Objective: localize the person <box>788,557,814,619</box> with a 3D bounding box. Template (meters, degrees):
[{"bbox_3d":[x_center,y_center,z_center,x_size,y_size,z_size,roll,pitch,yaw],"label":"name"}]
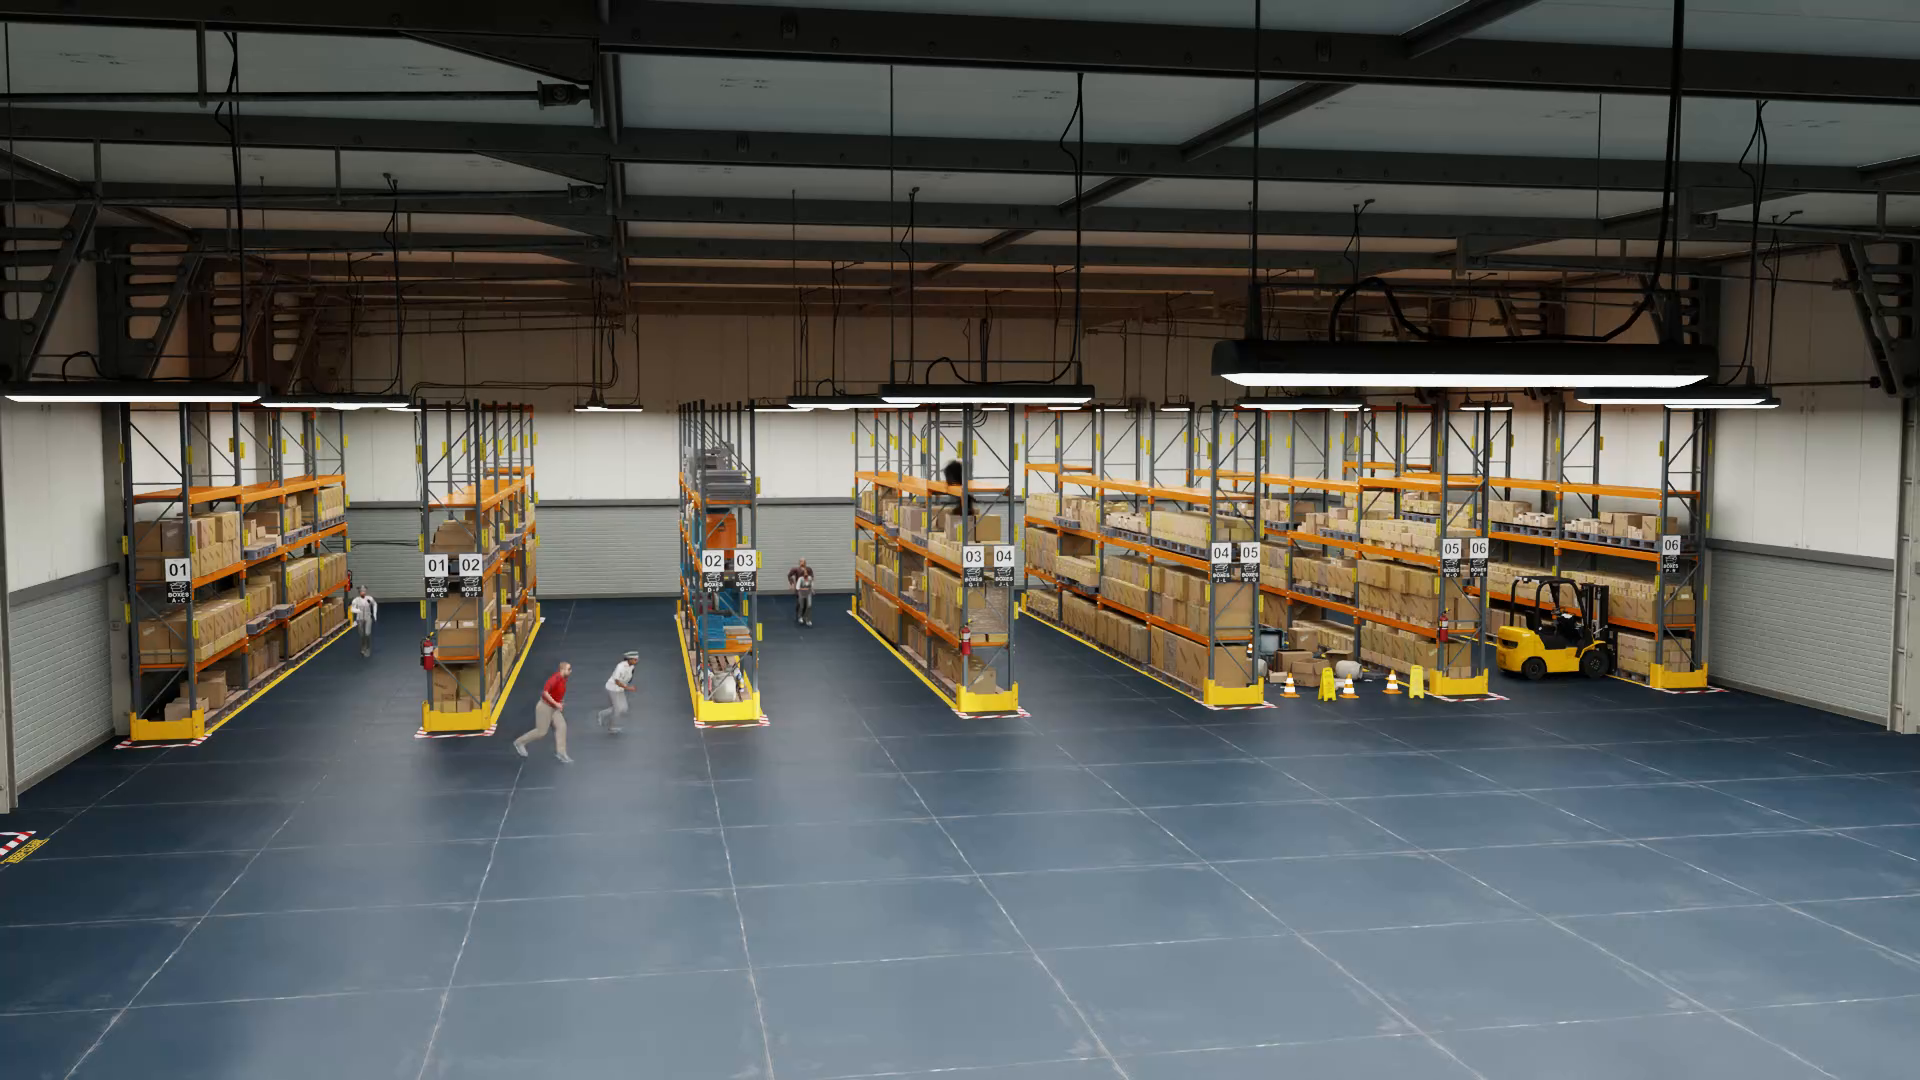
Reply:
[{"bbox_3d":[-4.354,1.360,46.090,0.681,1.752,0.717,-2,5,-29],"label":"person"}]

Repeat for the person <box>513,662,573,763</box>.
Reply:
[{"bbox_3d":[-6.878,2.850,27.463,1.011,1.697,0.692,0,4,3],"label":"person"}]

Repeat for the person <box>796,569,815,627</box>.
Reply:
[{"bbox_3d":[-4.204,1.541,45.090,0.544,1.567,0.905,-1,5,-18],"label":"person"}]

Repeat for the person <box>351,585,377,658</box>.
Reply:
[{"bbox_3d":[-14.074,1.922,39.262,0.559,1.737,0.813,-1,4,-15],"label":"person"}]

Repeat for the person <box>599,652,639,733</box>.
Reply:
[{"bbox_3d":[-6.111,2.732,29.922,0.774,1.490,0.584,1,4,14],"label":"person"}]
